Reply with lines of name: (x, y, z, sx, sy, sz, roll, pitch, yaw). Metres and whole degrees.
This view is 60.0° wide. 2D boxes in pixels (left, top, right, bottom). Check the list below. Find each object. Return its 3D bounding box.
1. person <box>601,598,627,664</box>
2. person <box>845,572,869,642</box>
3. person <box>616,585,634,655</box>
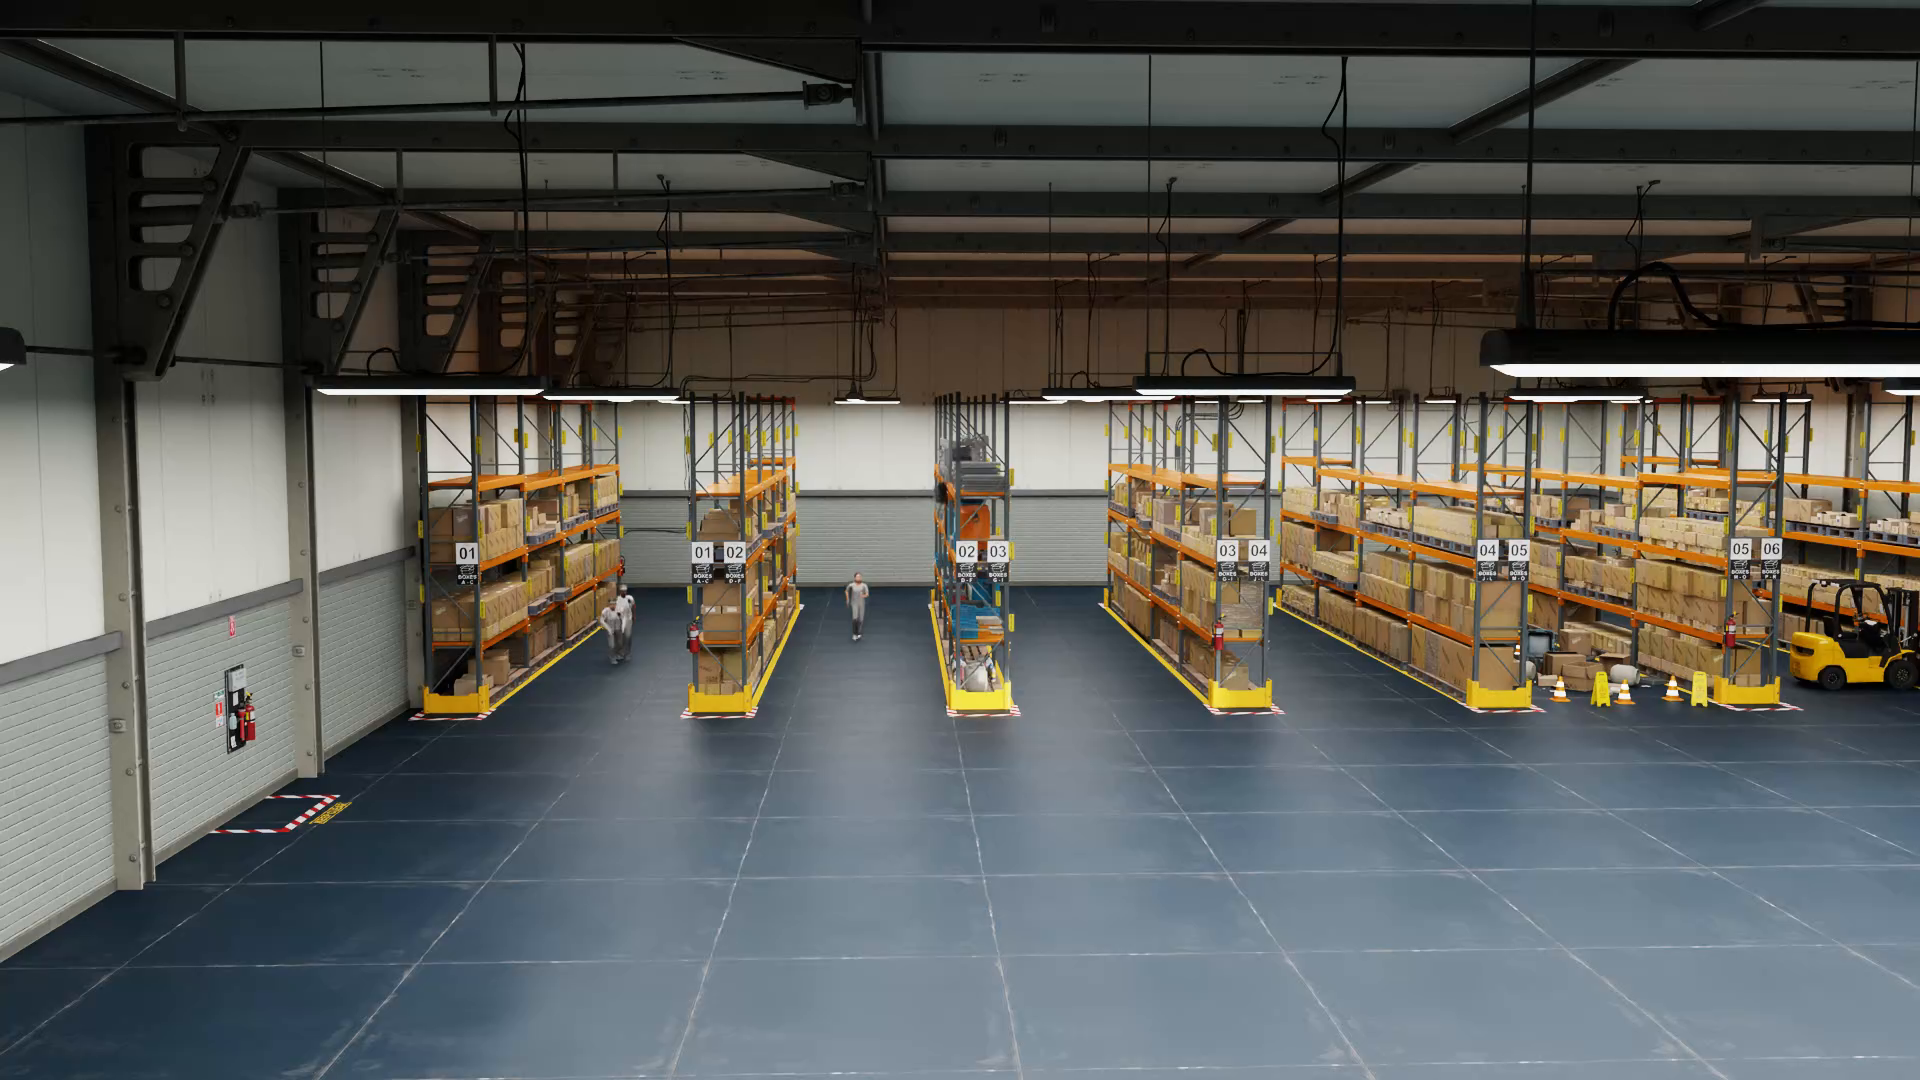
person: (-7.711, 2.005, 36.997, 0.599, 1.515, 0.833, -2, 5, -27)
person: (-2.506, 1.630, 40.707, 0.545, 1.688, 0.703, -1, 5, -12)
person: (-7.624, 1.778, 37.689, 0.491, 1.573, 0.687, -1, 5, -9)
